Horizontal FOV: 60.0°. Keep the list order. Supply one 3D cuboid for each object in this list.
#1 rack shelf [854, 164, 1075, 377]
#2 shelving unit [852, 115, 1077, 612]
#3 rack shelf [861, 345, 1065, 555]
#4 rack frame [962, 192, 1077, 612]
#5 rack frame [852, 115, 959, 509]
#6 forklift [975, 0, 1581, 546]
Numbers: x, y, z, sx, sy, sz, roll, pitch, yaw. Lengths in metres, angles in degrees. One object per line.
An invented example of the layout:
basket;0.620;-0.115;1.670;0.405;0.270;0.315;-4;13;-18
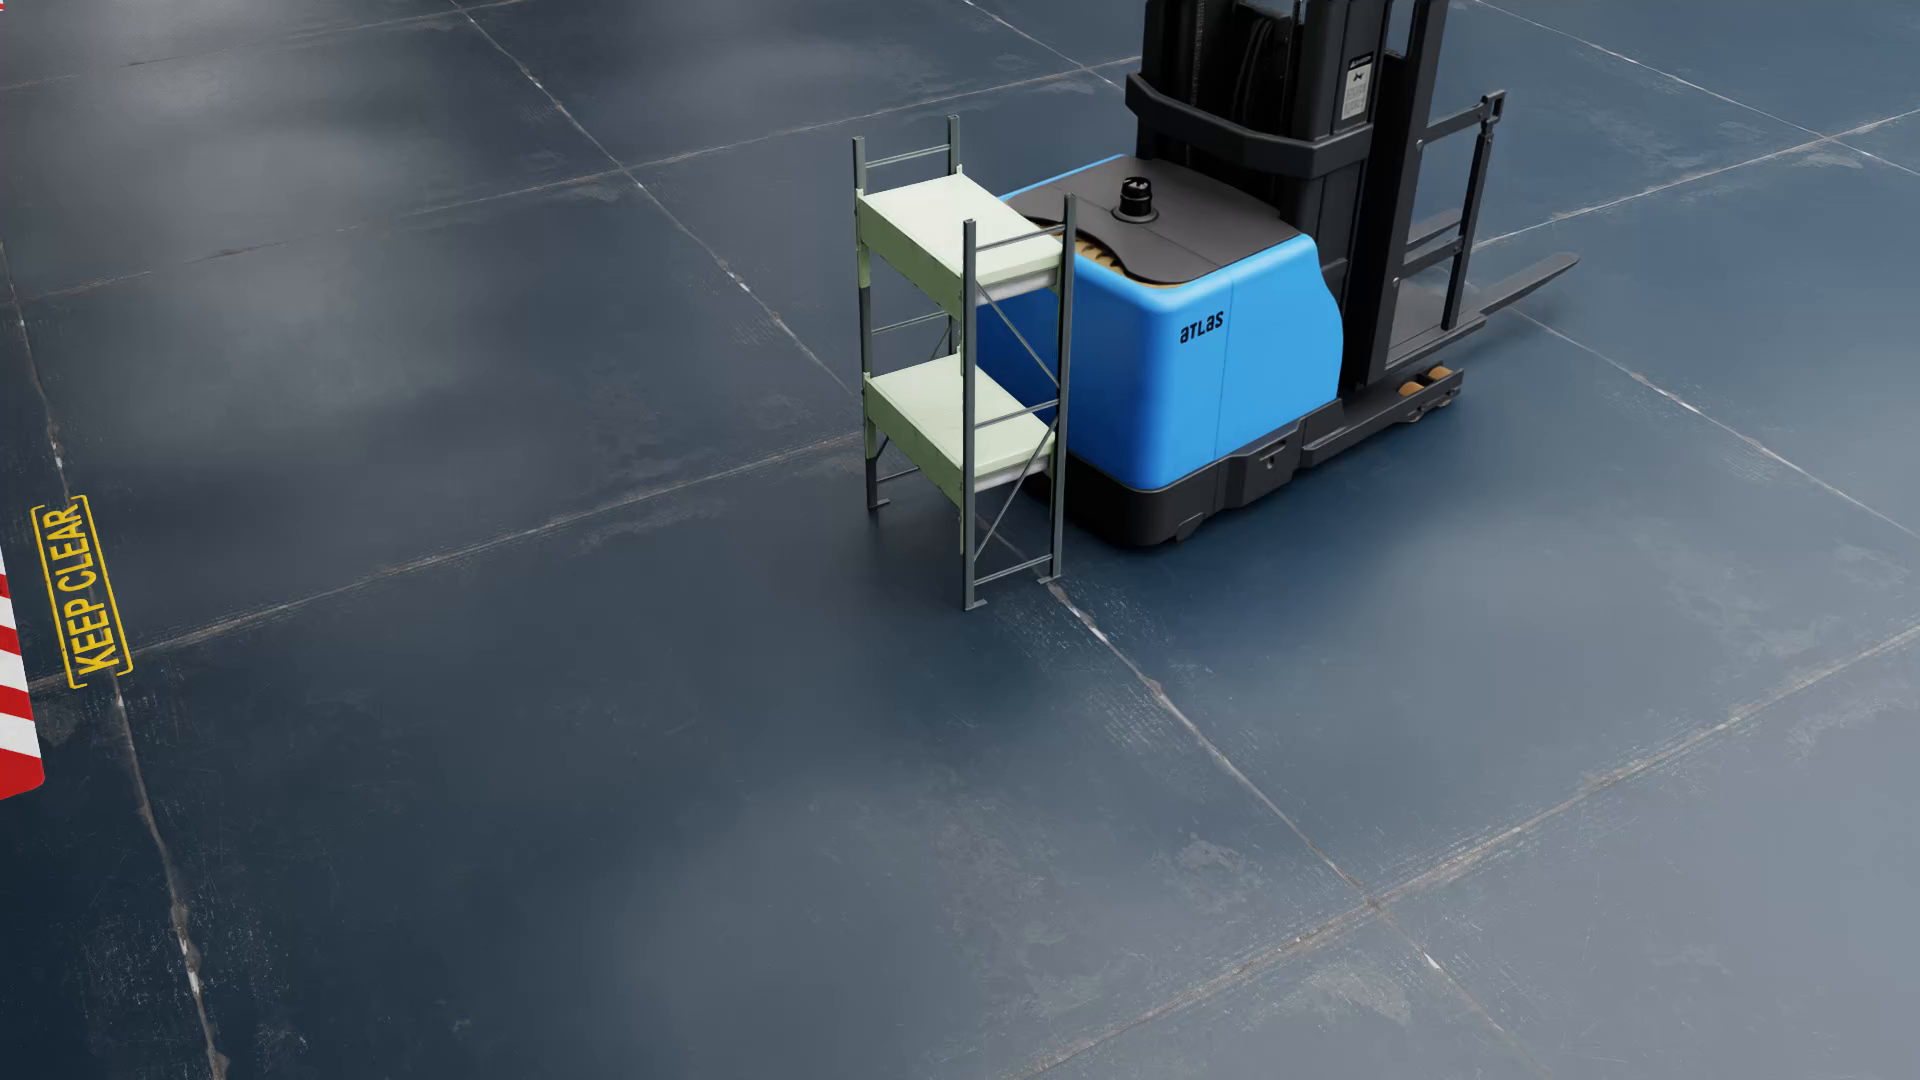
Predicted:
rack shelf;0.003;-0.917;5.573;0.431;0.370;0.720;-19;40;-24
shelving unit;0.003;-0.602;5.803;0.431;1.500;0.755;-19;40;-24
rack shelf;0.003;-0.339;5.995;0.431;0.370;0.720;-19;40;-24
rack frame;0.187;-0.416;5.547;0.400;1.500;0.023;-19;40;-24
rack frame;-0.181;-0.789;6.059;0.400;1.500;0.023;-19;40;-24
forklift;1.486;-1.887;6.349;3.031;2.935;1.130;-26;44;-31
